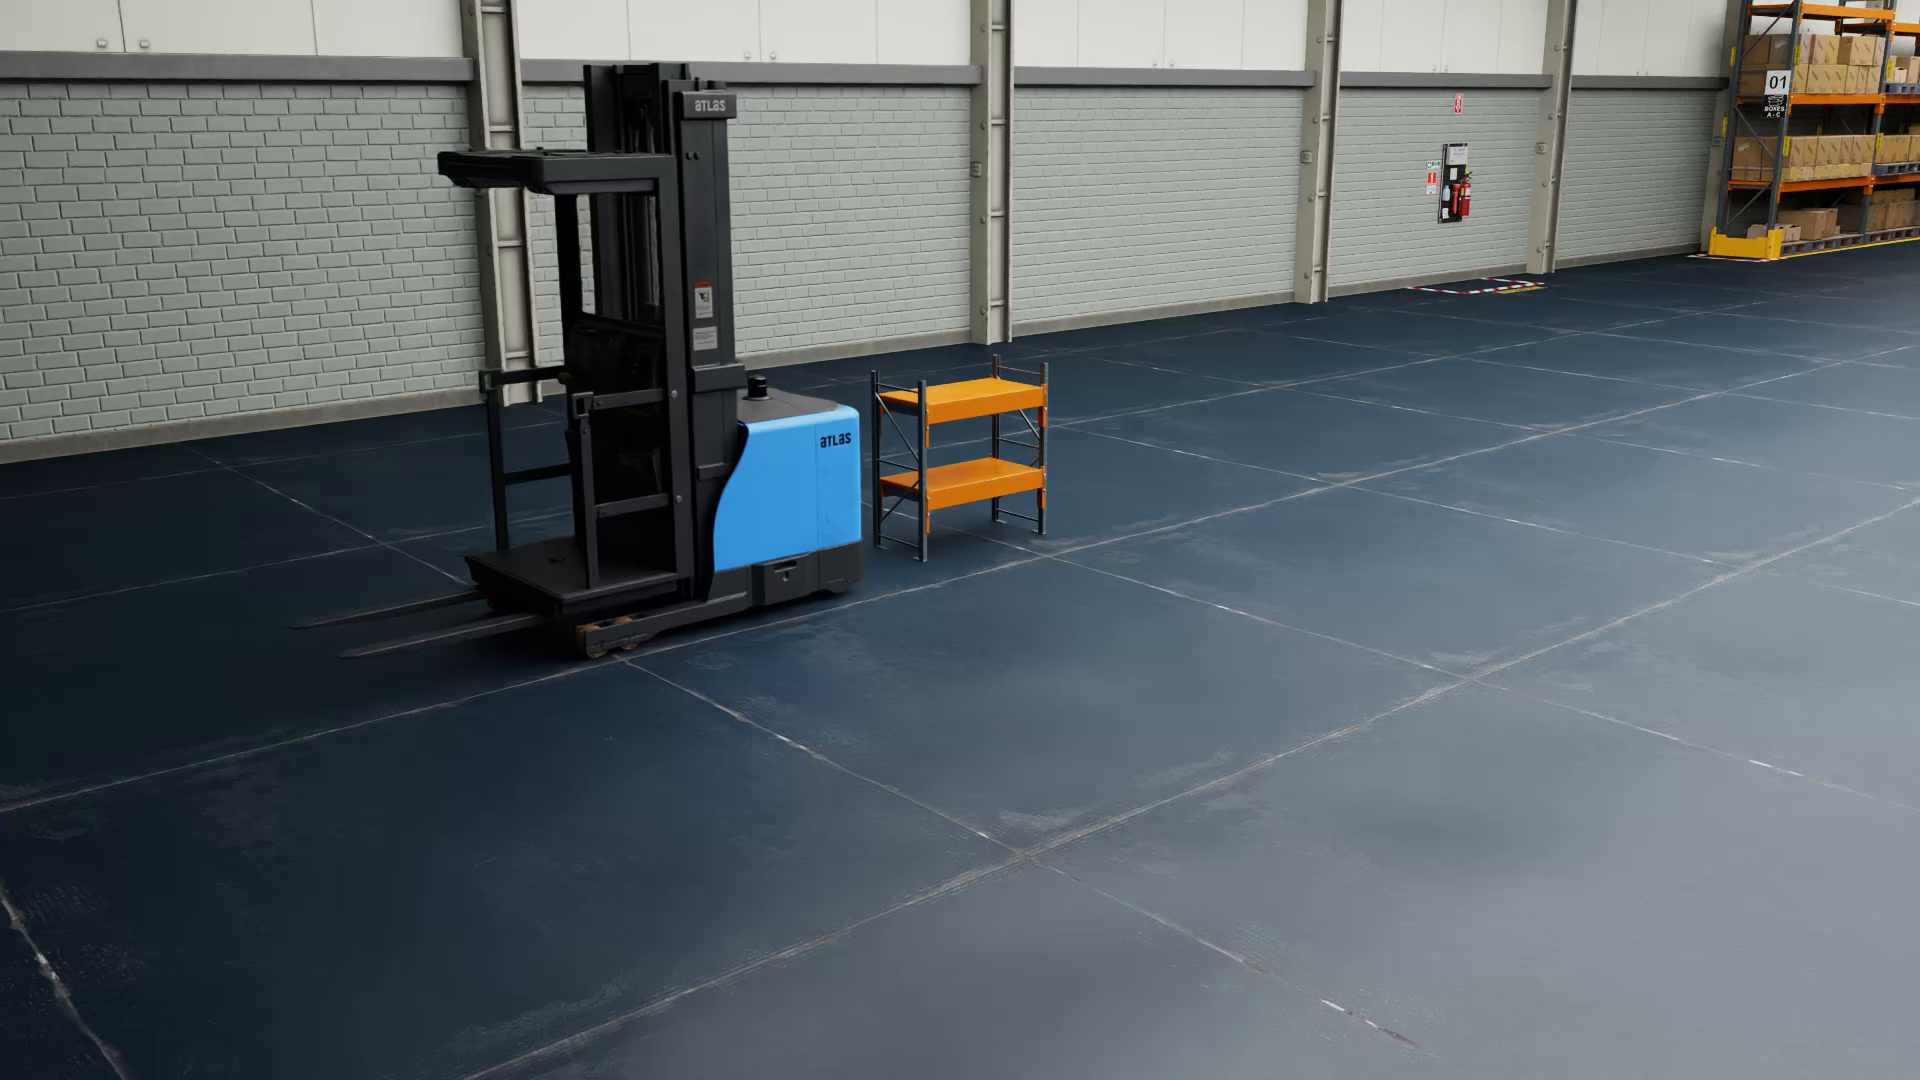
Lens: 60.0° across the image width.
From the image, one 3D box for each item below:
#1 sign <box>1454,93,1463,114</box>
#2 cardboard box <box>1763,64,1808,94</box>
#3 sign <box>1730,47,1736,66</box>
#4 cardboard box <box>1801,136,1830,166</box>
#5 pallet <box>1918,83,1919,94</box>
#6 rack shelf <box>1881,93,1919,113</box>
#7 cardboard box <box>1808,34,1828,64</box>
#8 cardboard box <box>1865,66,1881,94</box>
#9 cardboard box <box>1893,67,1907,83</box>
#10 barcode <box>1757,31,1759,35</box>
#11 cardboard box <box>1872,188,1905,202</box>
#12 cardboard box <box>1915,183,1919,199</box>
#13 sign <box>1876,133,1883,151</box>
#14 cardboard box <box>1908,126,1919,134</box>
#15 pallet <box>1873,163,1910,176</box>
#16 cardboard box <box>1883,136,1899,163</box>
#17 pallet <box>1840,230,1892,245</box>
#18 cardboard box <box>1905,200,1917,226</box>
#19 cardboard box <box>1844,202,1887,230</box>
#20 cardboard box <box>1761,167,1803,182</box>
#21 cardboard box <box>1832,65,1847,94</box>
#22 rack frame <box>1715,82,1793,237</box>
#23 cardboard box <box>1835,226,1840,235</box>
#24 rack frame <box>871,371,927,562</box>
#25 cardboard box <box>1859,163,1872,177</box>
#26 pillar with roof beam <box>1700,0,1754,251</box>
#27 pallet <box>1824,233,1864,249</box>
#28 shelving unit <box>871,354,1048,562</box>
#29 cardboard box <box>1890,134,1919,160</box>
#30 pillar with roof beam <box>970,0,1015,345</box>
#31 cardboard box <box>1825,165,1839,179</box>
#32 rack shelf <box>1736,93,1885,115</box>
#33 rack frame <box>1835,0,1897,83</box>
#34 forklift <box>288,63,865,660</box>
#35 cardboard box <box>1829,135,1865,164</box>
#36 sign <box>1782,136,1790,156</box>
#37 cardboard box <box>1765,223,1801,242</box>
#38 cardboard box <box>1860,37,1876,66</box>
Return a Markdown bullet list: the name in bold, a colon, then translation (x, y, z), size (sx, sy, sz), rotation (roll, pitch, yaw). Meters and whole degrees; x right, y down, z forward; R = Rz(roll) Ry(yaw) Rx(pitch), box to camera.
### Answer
- **sign**: translation (7.451, -6.522, 24.861), size (0.199, 0.298, 0.001), rotation (-13, 19, -39)
- **cardboard box**: translation (14.394, -8.039, 28.990), size (0.500, 0.500, 0.500), rotation (-12, 19, -38)
- **sign**: translation (13.629, -8.513, 29.279), size (0.005, 0.325, 0.100), rotation (-13, 19, -39)
- **cardboard box**: translation (15.309, -7.014, 29.996), size (0.500, 0.500, 0.500), rotation (-13, 20, -41)
- **pallet**: translation (18.311, -8.820, 32.511), size (1.003, 0.211, 1.213), rotation (-13, 19, -39)
- **rack shelf**: translation (18.504, -8.642, 32.874), size (4.000, 0.370, 1.077), rotation (-13, 19, -39)
- **cardboard box**: translation (14.839, -8.608, 29.180), size (0.500, 0.500, 0.500), rotation (-13, 20, -40)
- **cardboard box**: translation (16.775, -8.575, 30.995), size (0.500, 0.500, 0.500), rotation (-12, 19, -38)
- **cardboard box**: translation (17.925, -8.992, 32.149), size (0.500, 0.311, 0.500), rotation (-12, 19, -38)
- **barcode**: translation (14.185, -9.012, 29.571), size (0.075, 0.075, 0.001), rotation (-13, 19, -39)
- **cardboard box**: translation (18.648, -6.942, 33.465), size (0.500, 0.250, 0.500), rotation (-13, 20, -40)
- **cardboard box**: translation (20.654, -7.143, 35.030), size (0.750, 0.750, 0.750), rotation (-13, 20, -40)
- **sign**: translation (17.357, -7.516, 31.397), size (0.005, 0.325, 0.100), rotation (-13, 19, -39)
- **cardboard box**: translation (19.539, -8.332, 33.827), size (0.380, 0.149, 0.250), rotation (12, 19, 38)
- **pallet**: translation (17.667, -7.210, 32.303), size (1.213, 0.211, 1.003), rotation (-13, 19, -39)
- **cardboard box**: translation (17.828, -7.636, 32.477), size (0.500, 0.500, 0.700), rotation (-10, 18, -34)
- **pallet**: translation (17.582, -5.987, 32.754), size (1.213, 0.211, 1.003), rotation (-13, 19, -39)
- **cardboard box**: translation (19.039, -6.688, 33.966), size (0.500, 0.500, 0.700), rotation (-13, 20, -39)
- **cardboard box**: translation (17.896, -6.432, 33.009), size (0.500, 0.500, 0.700), rotation (-13, 20, -40)
- **cardboard box**: translation (14.554, -6.482, 29.458), size (0.500, 0.250, 0.500), rotation (-13, 20, -41)
- **cardboard box**: translation (15.602, -8.307, 29.992), size (0.500, 0.500, 0.500), rotation (-11, 19, -36)
- **rack frame**: translation (13.978, -6.524, 29.363), size (0.127, 3.000, 1.000), rotation (-13, 19, -39)
- **cardboard box**: translation (16.611, -5.949, 31.847), size (0.380, 0.166, 0.250), rotation (13, 20, 40)
- **rack frame**: translation (-0.378, -0.458, 10.287), size (0.032, 1.125, 0.500), rotation (-13, 19, -39)
- **cardboard box**: translation (16.837, -7.000, 31.395), size (0.500, 0.250, 0.500), rotation (-13, 19, -39)
- **pillar with roof beam**: translation (16.764, -8.872, 26.525), size (0.400, 9.000, 9.100), rotation (-13, 19, -39)
- **pallet**: translation (16.512, -5.734, 31.808), size (1.213, 0.211, 1.003), rotation (-13, 19, -39)
- **shelving unit**: translation (0.005, -0.545, 10.609), size (1.048, 1.125, 0.538), rotation (-13, 19, -39)
- **cardboard box**: translation (19.261, -7.959, 33.687), size (0.700, 0.500, 0.500), rotation (14, 20, 42)
- **pillar with roof beam**: translation (3.185, -5.822, 15.110), size (0.400, 9.000, 9.100), rotation (-13, 19, -39)
- **cardboard box**: translation (15.708, -6.743, 30.435), size (0.500, 0.250, 0.500), rotation (-12, 19, -39)
- **rack shelf**: translation (15.487, -7.965, 30.337), size (4.000, 0.370, 1.077), rotation (-13, 19, -39)
- **rack frame**: translation (16.995, -10.100, 31.125), size (0.127, 3.000, 1.000), rotation (-13, 19, -39)
- **forklift**: translation (-1.993, -0.966, 8.689), size (3.031, 2.935, 1.130), rotation (-13, 20, -40)
- **cardboard box**: translation (16.469, -7.275, 30.974), size (0.500, 0.500, 0.500), rotation (-13, 20, -40)
- **sign**: translation (14.334, -6.837, 28.856), size (0.005, 0.325, 0.100), rotation (-13, 19, -39)
- **cardboard box**: translation (14.989, -5.634, 30.388), size (0.500, 0.311, 0.500), rotation (-11, 18, -35)
- **cardboard box**: translation (16.387, -8.959, 30.495), size (0.500, 0.500, 0.500), rotation (-11, 19, -36)
